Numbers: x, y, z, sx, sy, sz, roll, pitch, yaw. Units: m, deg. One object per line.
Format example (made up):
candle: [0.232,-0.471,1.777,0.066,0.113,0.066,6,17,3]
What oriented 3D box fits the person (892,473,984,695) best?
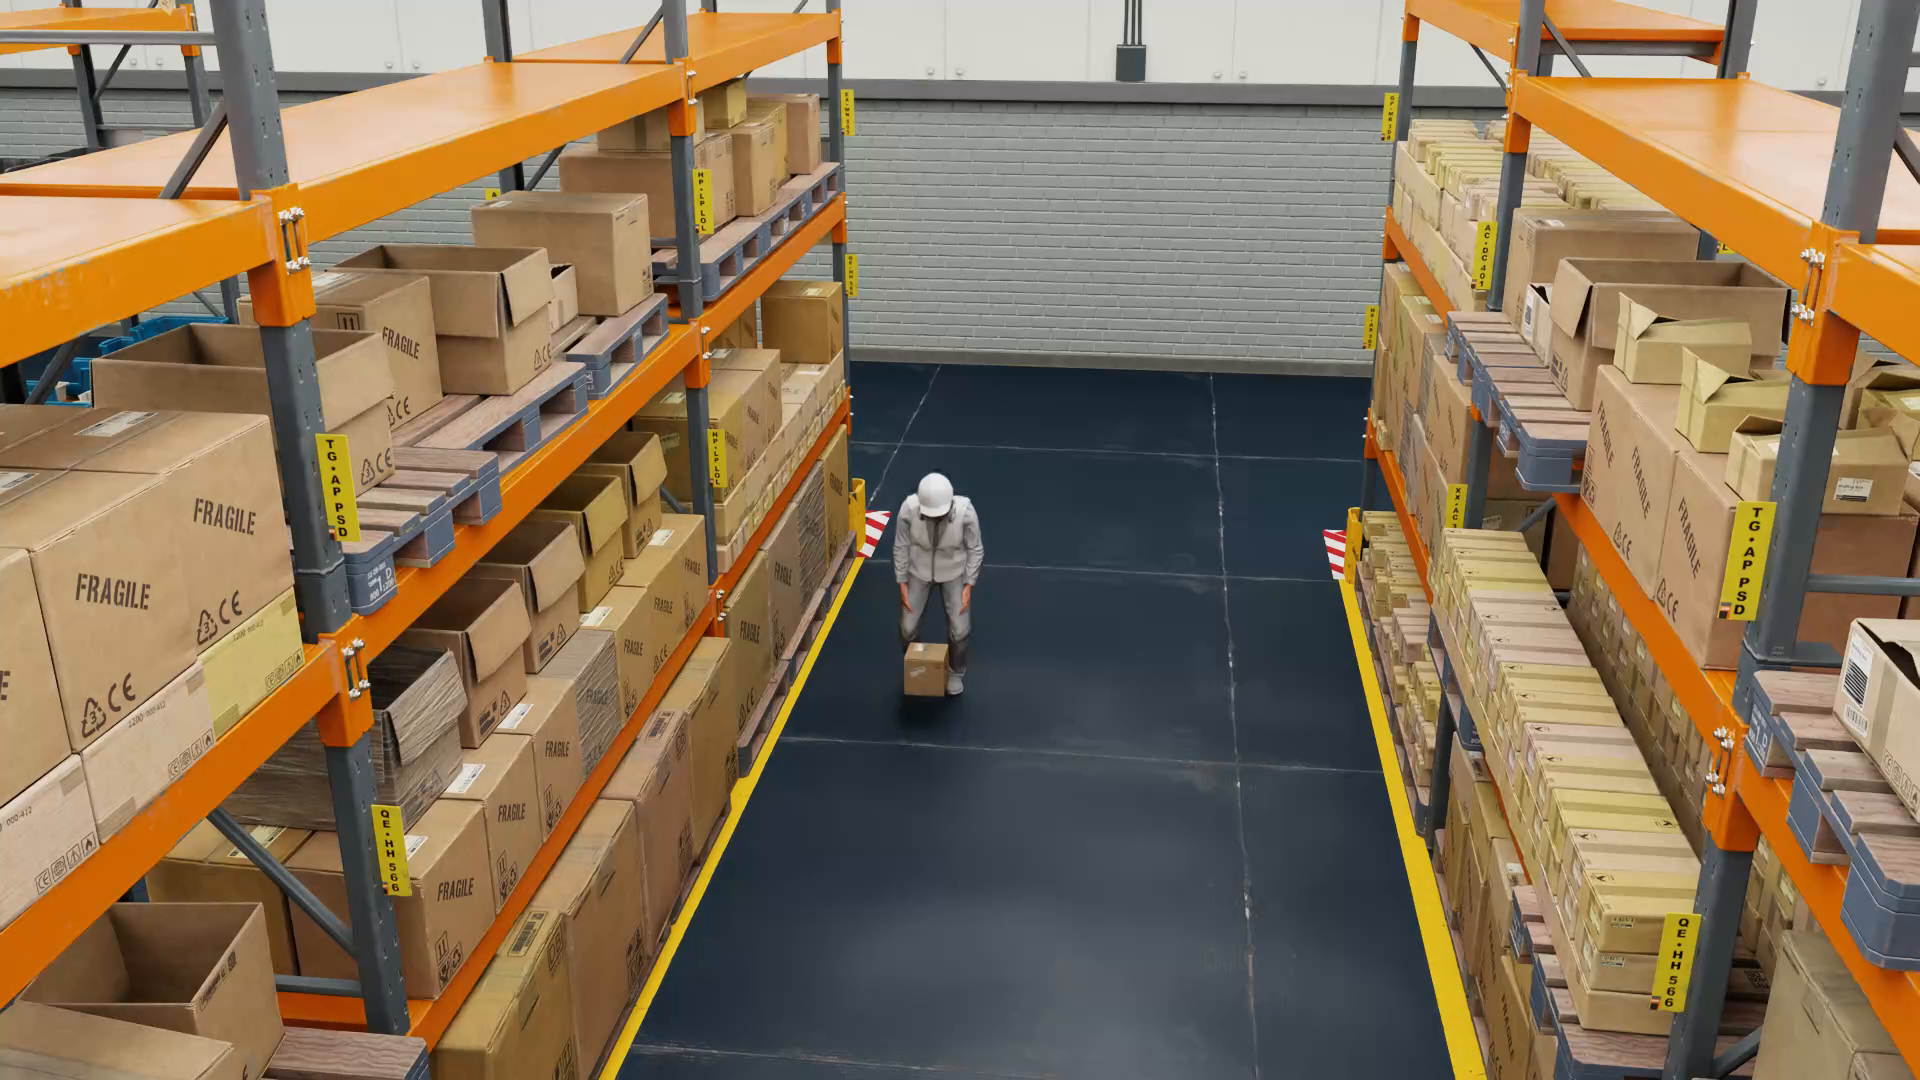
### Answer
person: [-0.133,0.246,10.716,0.588,1.560,0.671,3,21,7]
